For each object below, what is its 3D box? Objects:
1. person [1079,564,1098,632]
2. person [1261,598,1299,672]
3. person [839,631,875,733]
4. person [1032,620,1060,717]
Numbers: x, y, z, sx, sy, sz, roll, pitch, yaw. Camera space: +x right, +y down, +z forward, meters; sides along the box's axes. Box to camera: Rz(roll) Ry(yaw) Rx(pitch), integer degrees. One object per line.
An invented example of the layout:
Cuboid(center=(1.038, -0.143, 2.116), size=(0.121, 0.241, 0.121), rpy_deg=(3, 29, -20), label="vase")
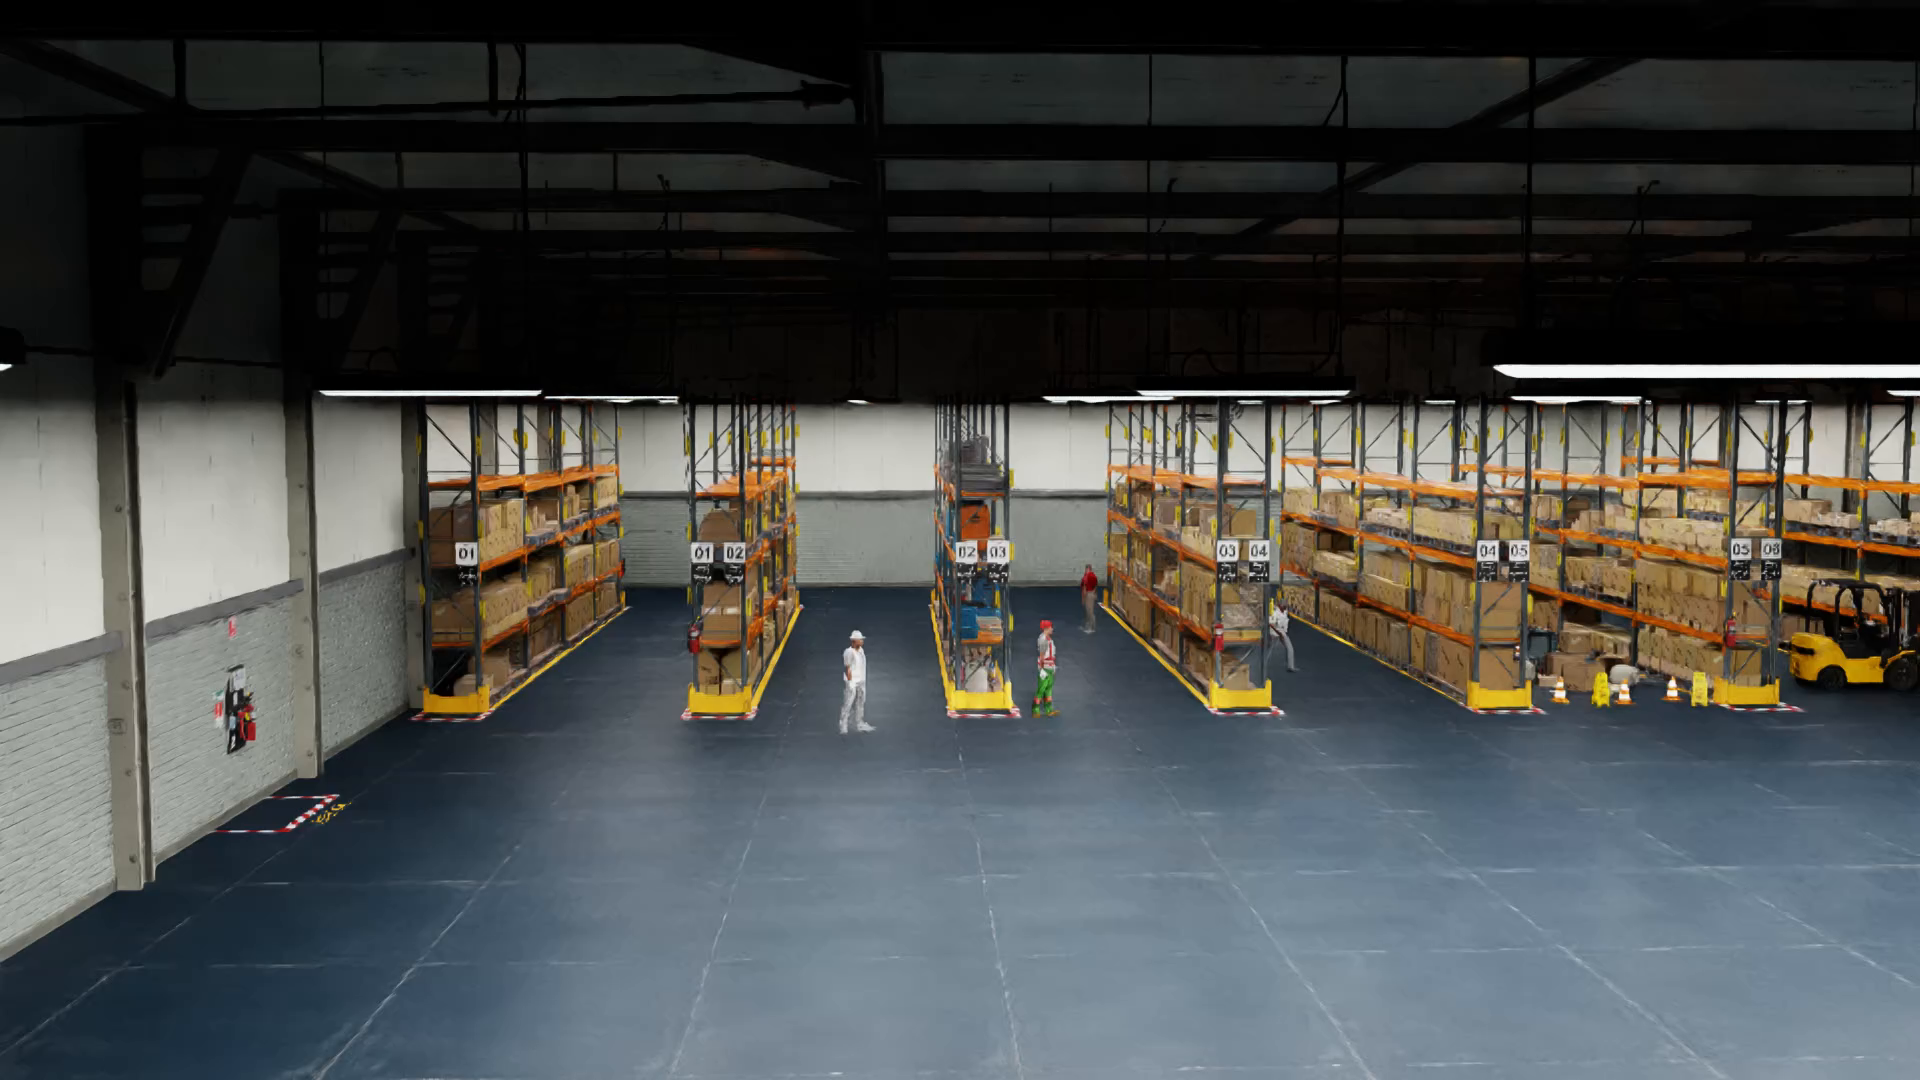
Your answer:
Cuboid(center=(3.252, 1.456, 42.351), size=(0.586, 1.723, 0.654), rpy_deg=(3, 5, 29), label="person")
Cuboid(center=(6.897, 2.033, 35.946), size=(0.621, 1.606, 0.827), rpy_deg=(-2, 5, -20), label="person")
Cuboid(center=(-1.847, 2.487, 29.233), size=(0.493, 1.789, 0.645), rpy_deg=(2, 5, 26), label="person")
Cuboid(center=(1.582, 2.366, 30.731), size=(0.464, 1.795, 0.668), rpy_deg=(1, 5, 11), label="person")
